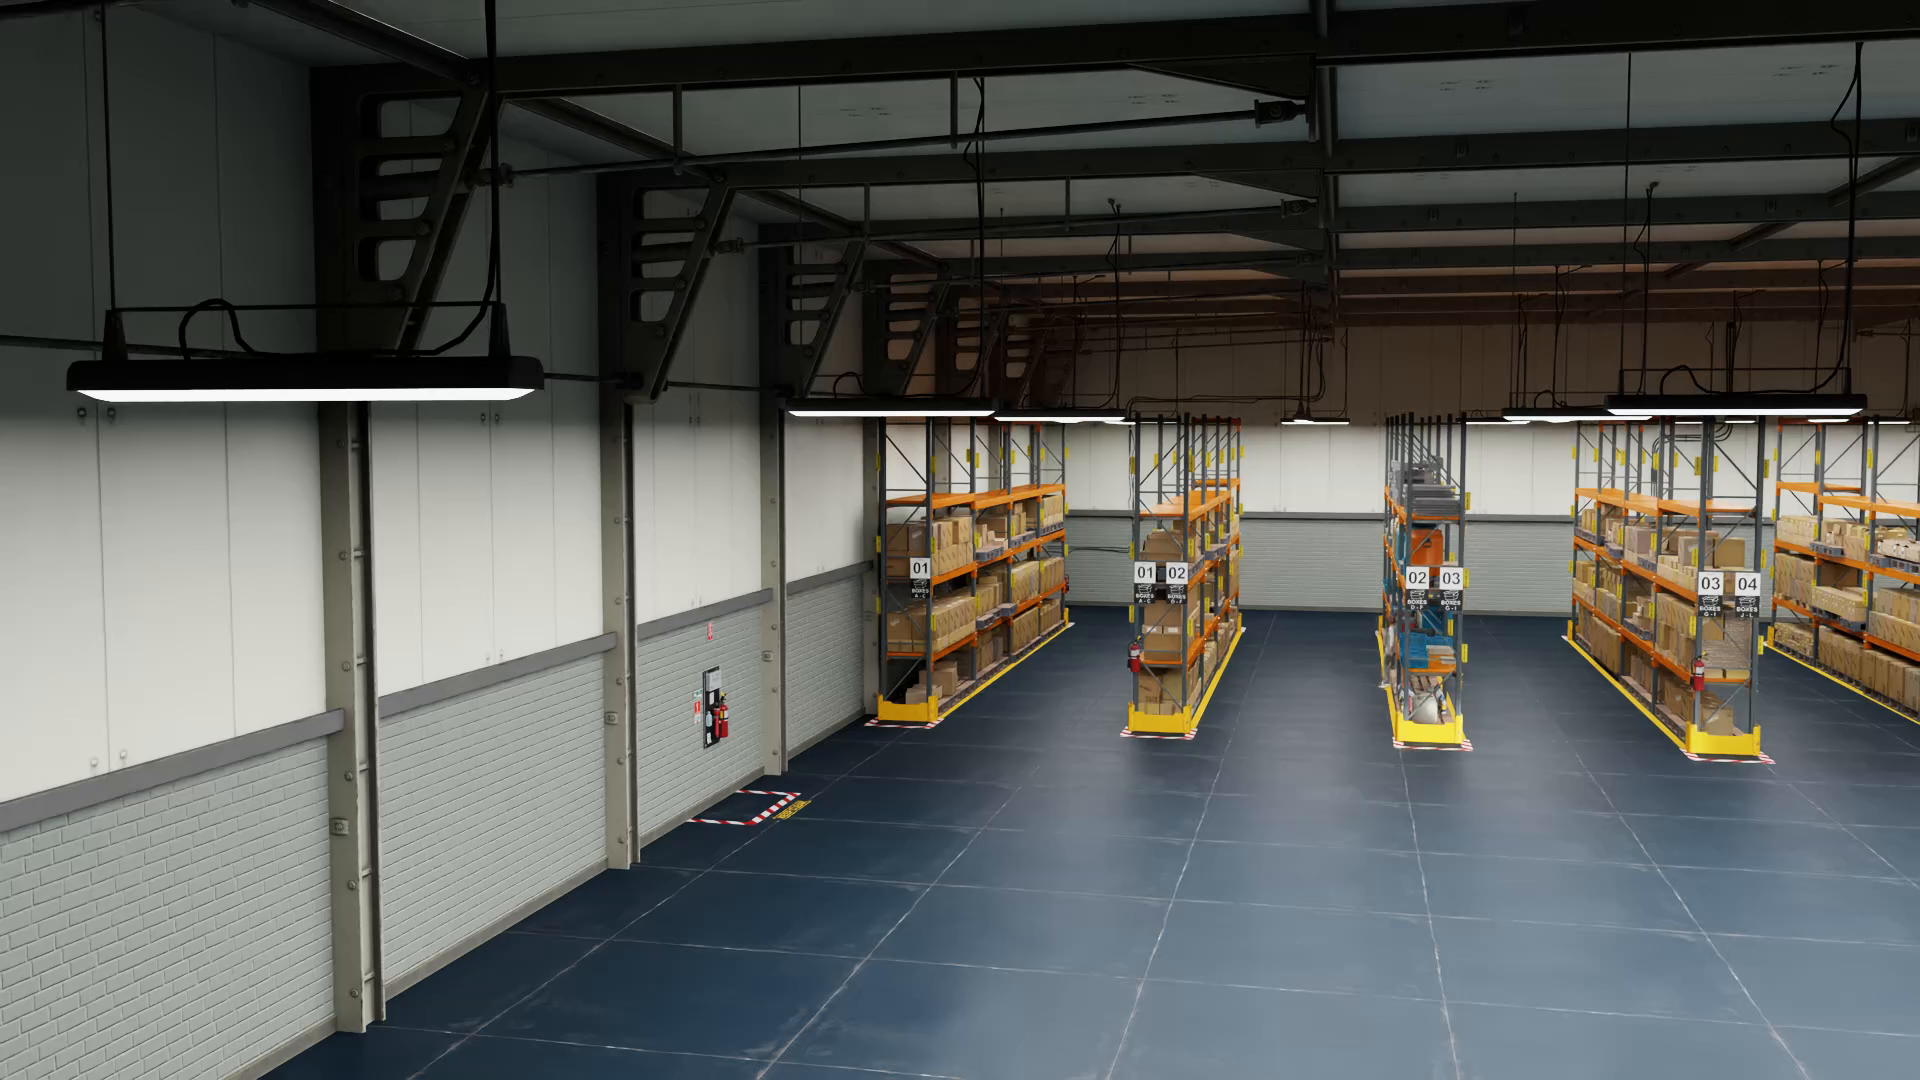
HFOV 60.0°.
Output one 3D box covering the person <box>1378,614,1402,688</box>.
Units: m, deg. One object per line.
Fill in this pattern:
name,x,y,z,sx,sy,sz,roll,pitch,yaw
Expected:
person,9.303,2.403,35.605,0.408,1.613,0.651,-1,4,-18
